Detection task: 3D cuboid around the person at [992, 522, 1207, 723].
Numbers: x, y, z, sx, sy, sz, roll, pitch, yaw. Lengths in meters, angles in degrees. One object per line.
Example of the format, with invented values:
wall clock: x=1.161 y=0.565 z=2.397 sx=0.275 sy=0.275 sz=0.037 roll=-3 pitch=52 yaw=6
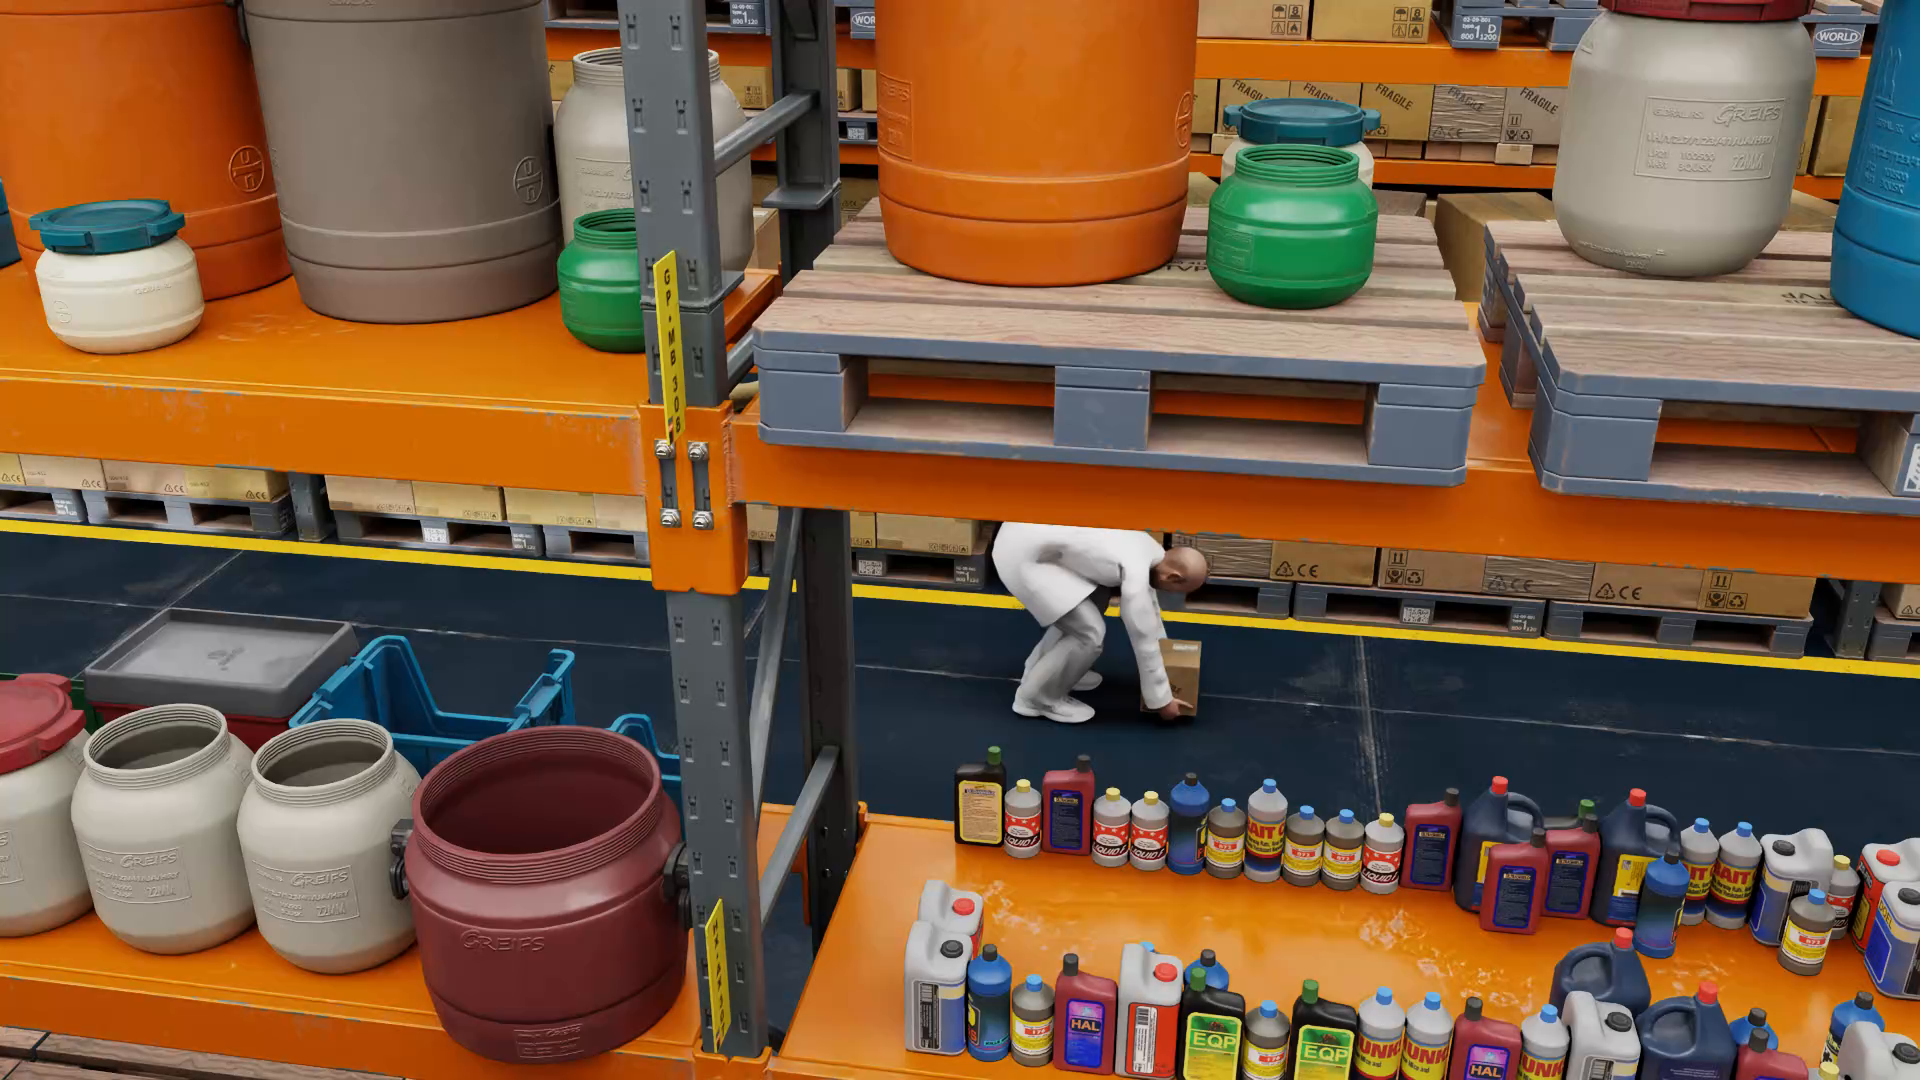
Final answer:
person: x=0.613 y=0.298 z=7.409 sx=0.942 sy=0.995 sz=0.592 roll=3 pitch=25 yaw=6
